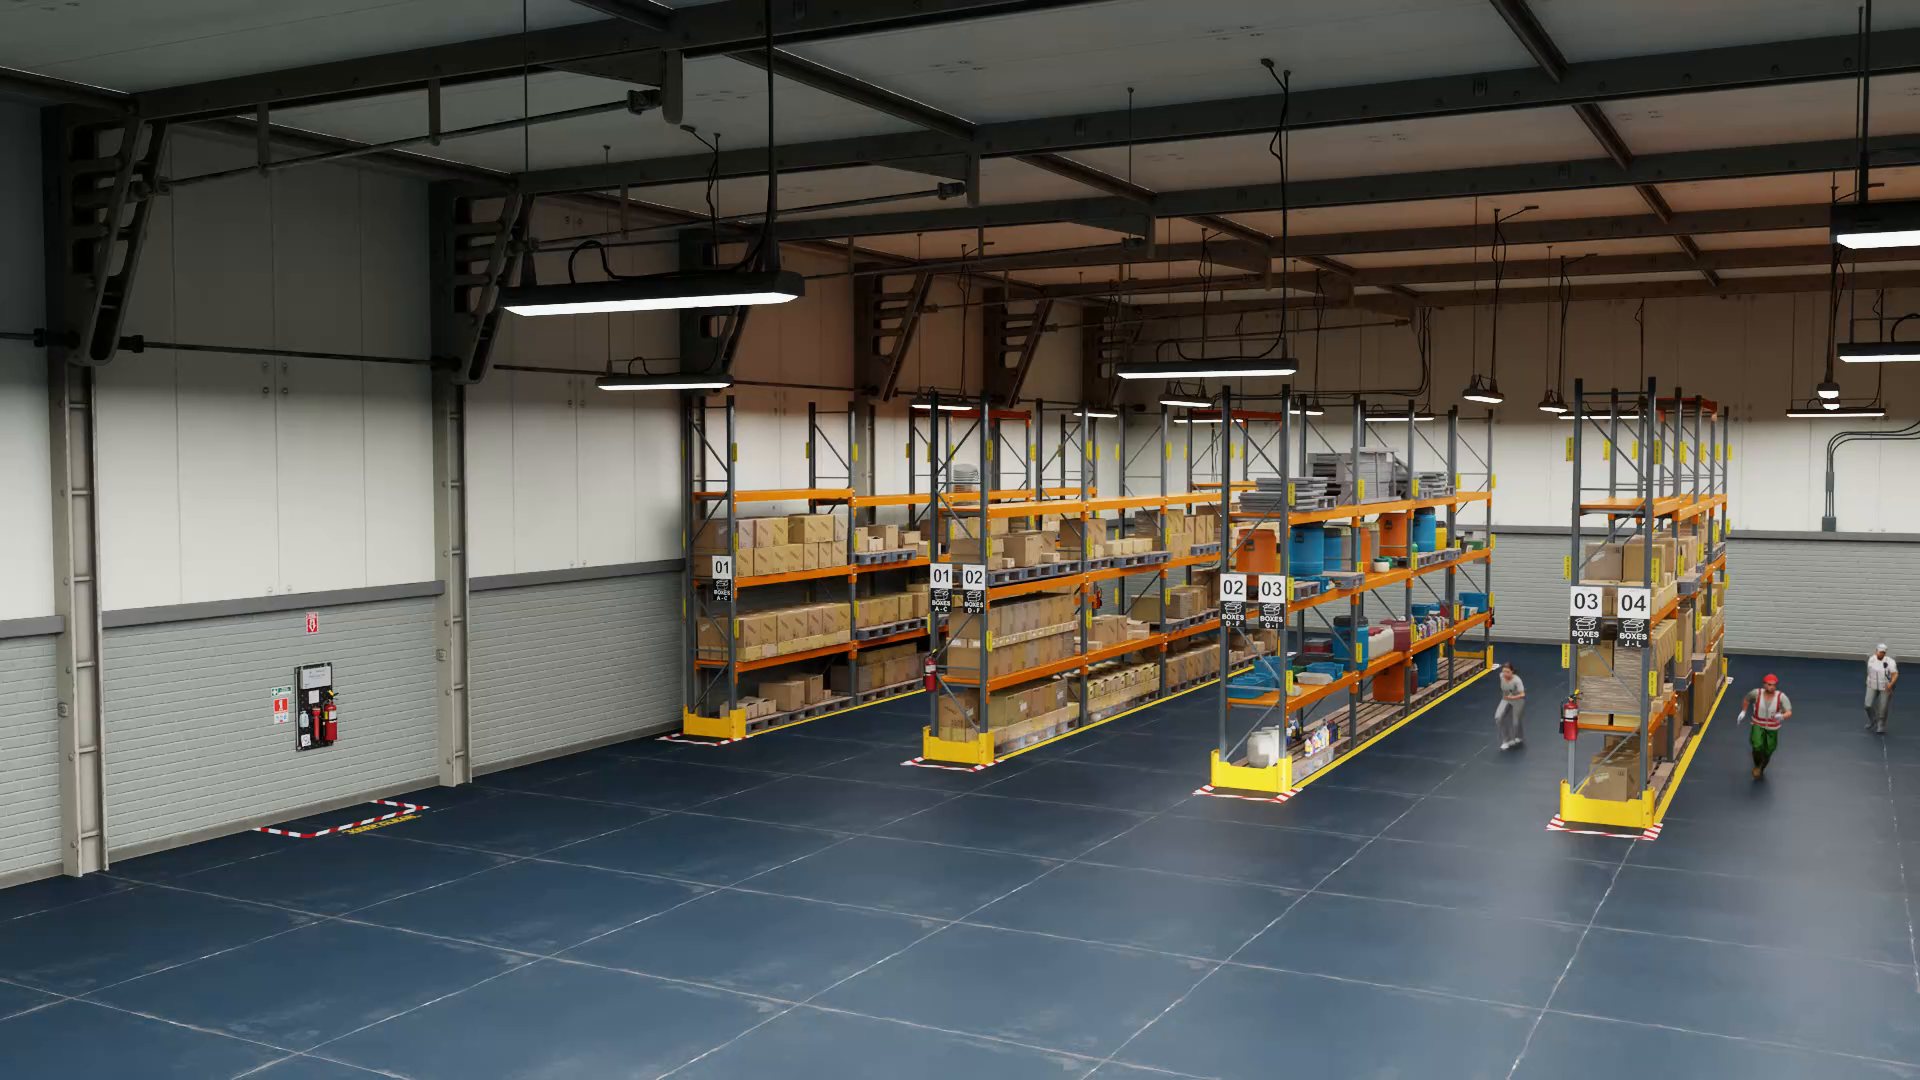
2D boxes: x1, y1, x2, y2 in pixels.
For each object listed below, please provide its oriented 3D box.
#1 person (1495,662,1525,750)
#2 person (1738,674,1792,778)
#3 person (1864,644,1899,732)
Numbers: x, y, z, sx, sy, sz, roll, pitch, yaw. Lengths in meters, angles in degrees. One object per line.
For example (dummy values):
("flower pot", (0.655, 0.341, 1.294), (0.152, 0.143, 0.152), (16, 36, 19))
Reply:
("person", (9.354, 2.769, 28.073), (0.550, 1.483, 1.071), (3, 4, 40))
("person", (12.203, 2.829, 25.203), (0.684, 1.648, 0.964), (1, 3, 16))
("person", (16.340, 2.638, 29.530), (0.596, 1.618, 0.748), (3, 4, 40))
